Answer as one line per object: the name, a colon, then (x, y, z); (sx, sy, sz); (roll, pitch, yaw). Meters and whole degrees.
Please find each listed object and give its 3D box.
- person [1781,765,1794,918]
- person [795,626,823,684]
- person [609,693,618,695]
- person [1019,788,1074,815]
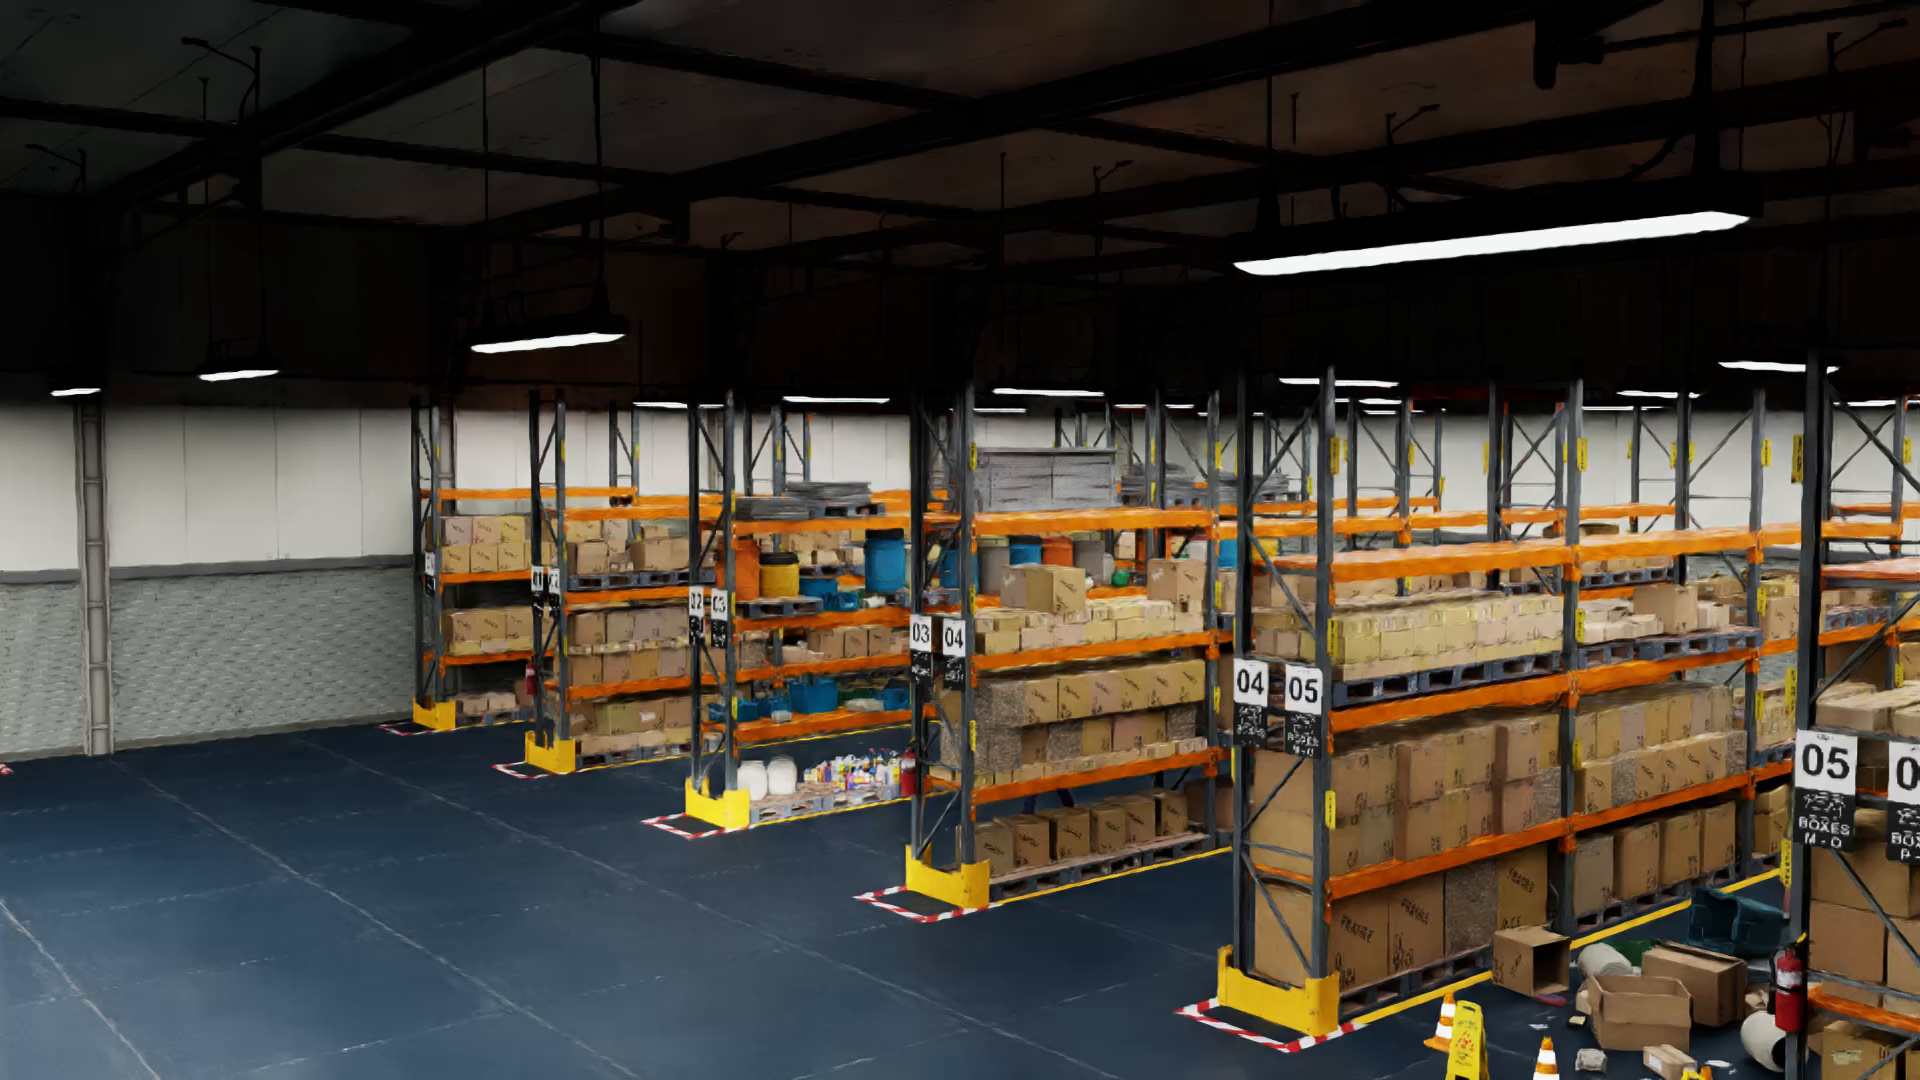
person: (9.129, 3.252, 17.988); (0.440, 1.675, 0.498); (1, 4, 19)
person: (-2.889, 2.452, 31.560); (0.564, 1.669, 0.553); (0, 3, -8)
person: (-6.436, 2.531, 30.922); (0.642, 1.608, 0.787); (2, 4, 31)
person: (1.176, 3.030, 22.732); (0.991, 1.577, 0.491); (-3, 4, -41)
